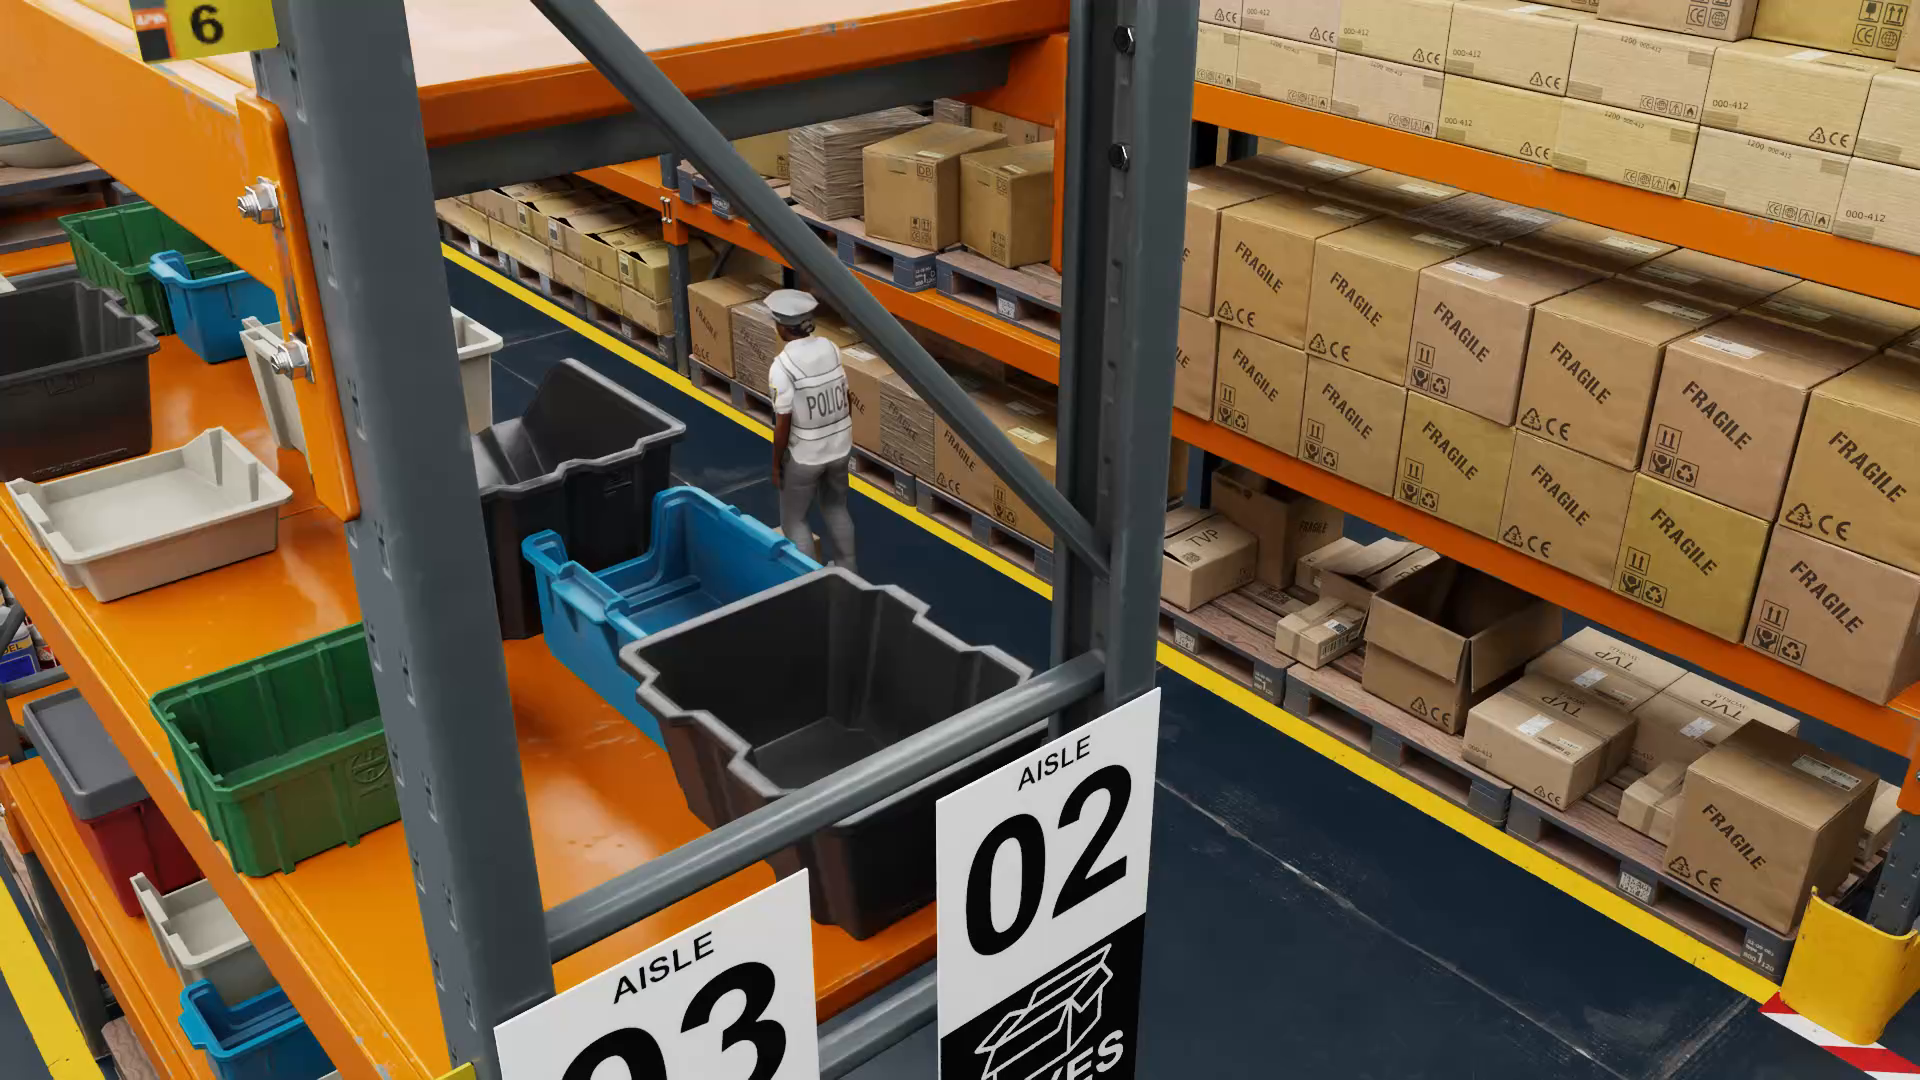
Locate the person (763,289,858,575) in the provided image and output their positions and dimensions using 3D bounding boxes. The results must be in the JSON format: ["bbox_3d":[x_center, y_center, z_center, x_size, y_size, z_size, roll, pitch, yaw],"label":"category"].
[{"bbox_3d":[-0.752,-0.448,8.457,0.518,1.656,0.397,-24,36,-37],"label":"person"}]
